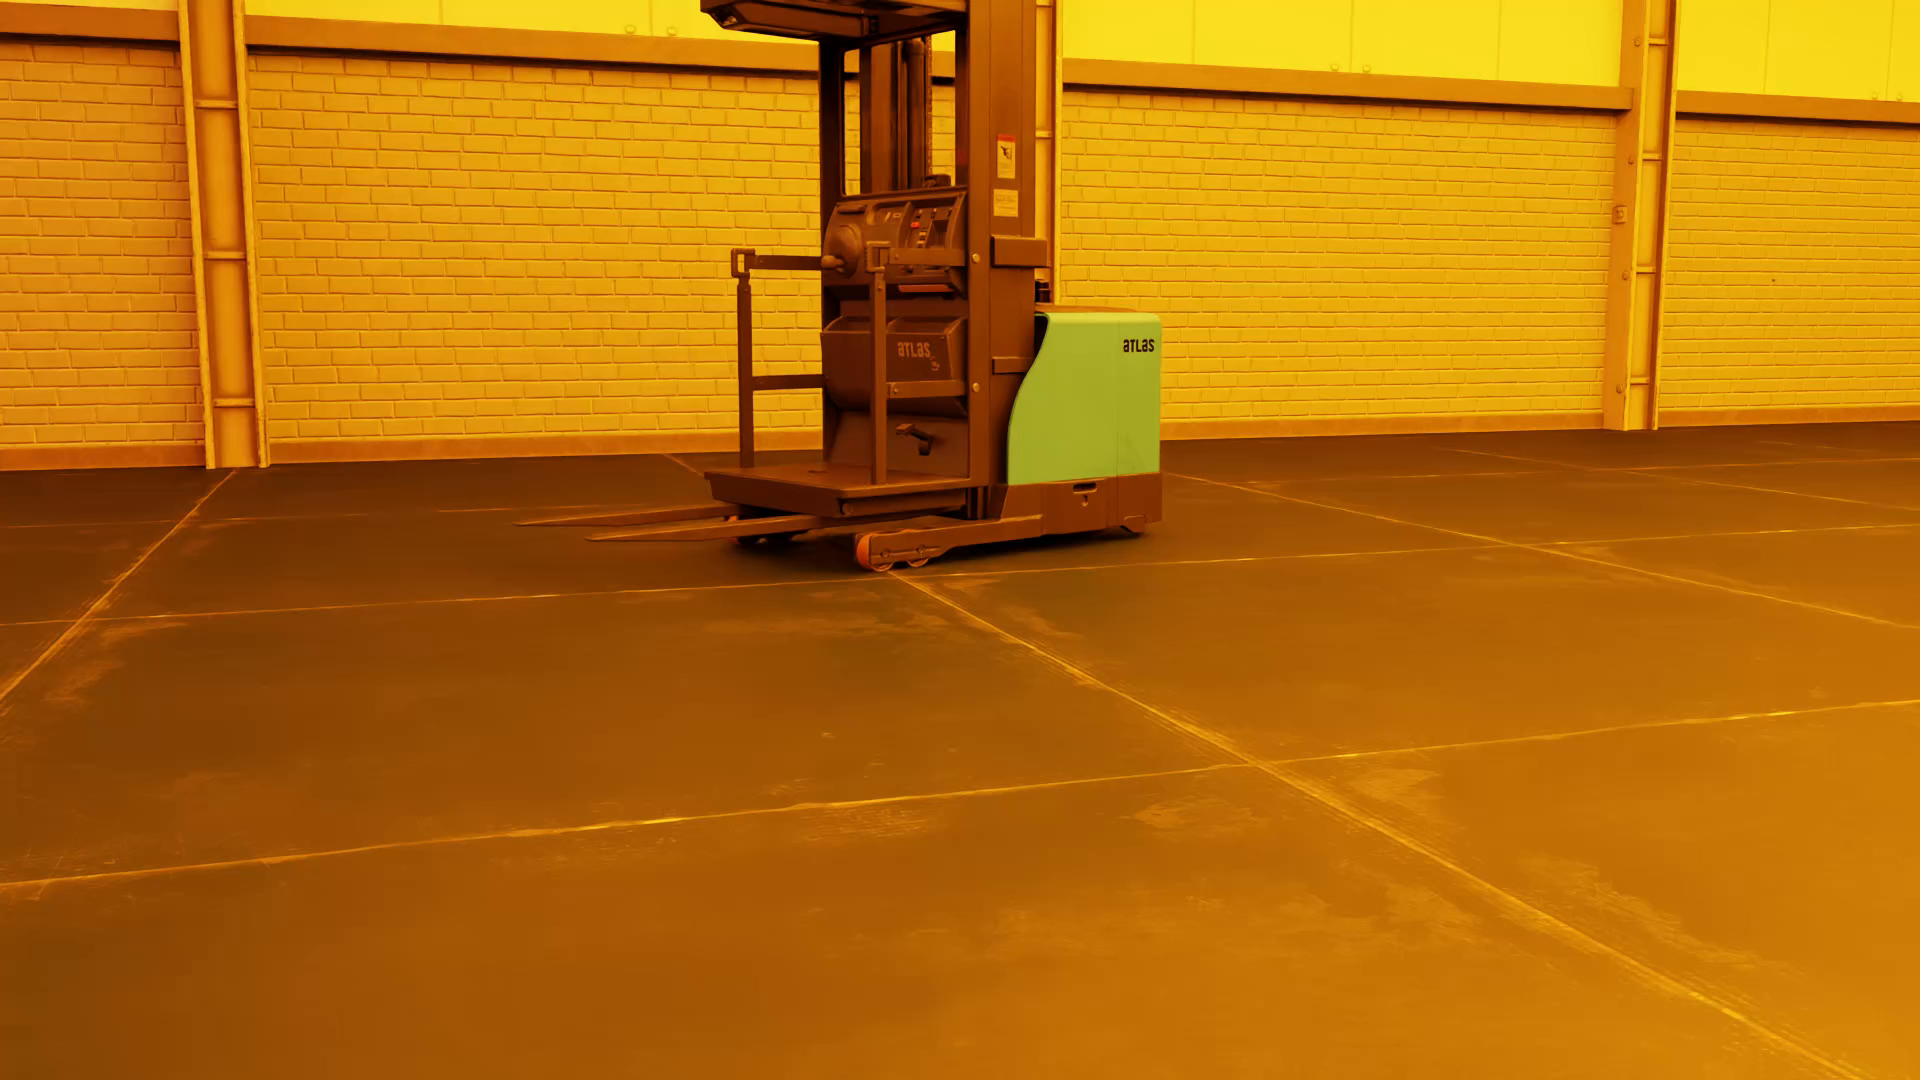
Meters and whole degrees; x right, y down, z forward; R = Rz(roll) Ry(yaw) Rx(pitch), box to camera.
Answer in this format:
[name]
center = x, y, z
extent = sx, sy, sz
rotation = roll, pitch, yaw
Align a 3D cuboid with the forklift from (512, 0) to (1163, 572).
[forklift]
center = -0.461, -1.399, 7.333
extent = 3.031, 2.935, 1.130
rotation = -7, 10, -40
